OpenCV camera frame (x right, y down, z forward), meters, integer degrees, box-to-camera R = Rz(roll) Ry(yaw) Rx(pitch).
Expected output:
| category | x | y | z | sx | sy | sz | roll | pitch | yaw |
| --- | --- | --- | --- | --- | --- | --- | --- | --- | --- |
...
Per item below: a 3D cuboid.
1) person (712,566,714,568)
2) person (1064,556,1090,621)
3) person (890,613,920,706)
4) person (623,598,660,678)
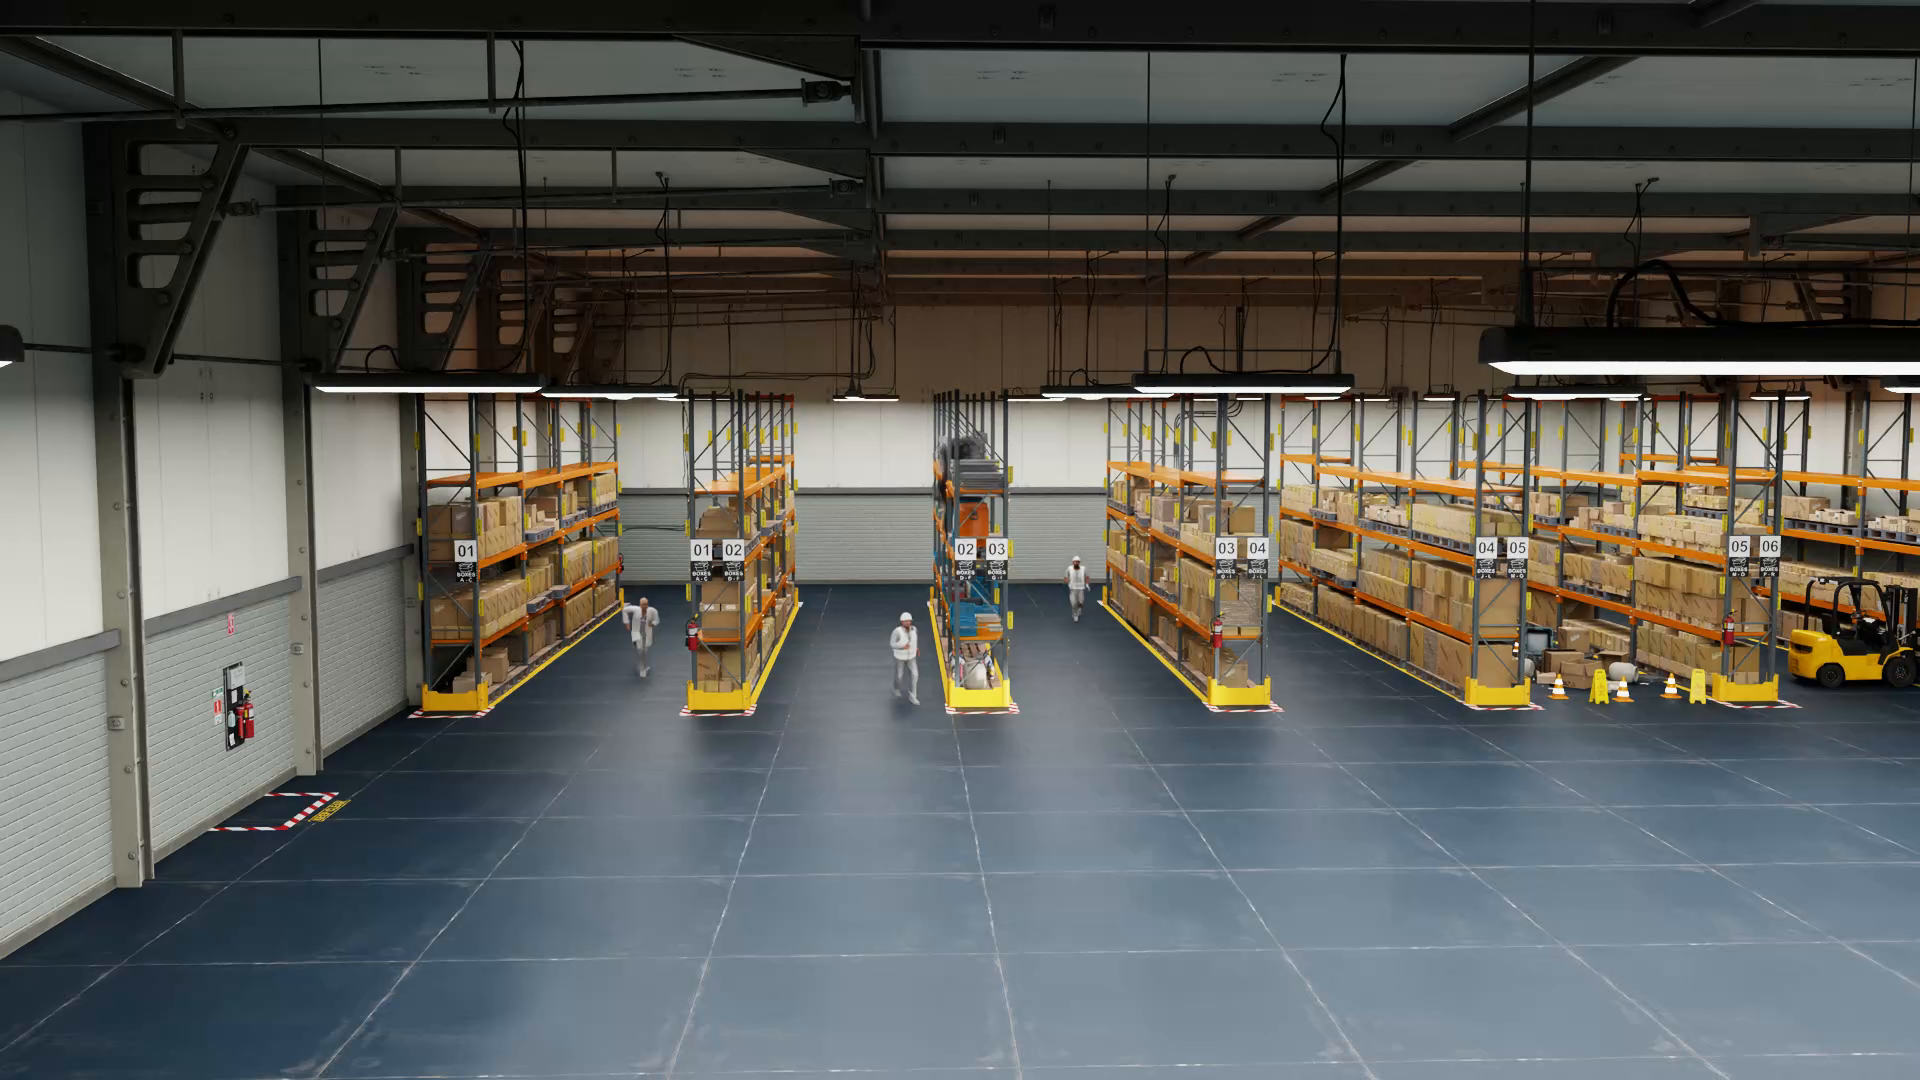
| category | x | y | z | sx | sy | sz | roll | pitch | yaw |
| --- | --- | --- | --- | --- | --- | --- | --- | --- | --- |
| person | -6.731 | 1.217 | 46.029 | 0.583 | 1.507 | 0.840 | -1 | 5 | -16 |
| person | 3.083 | 1.287 | 43.861 | 0.674 | 1.725 | 0.635 | 0 | 5 | -2 |
| person | -1.073 | 2.251 | 31.878 | 0.655 | 1.763 | 0.958 | -2 | 5 | -23 |
| person | -6.736 | 2.050 | 35.149 | 0.760 | 1.738 | 1.066 | -1 | 5 | -16 |
